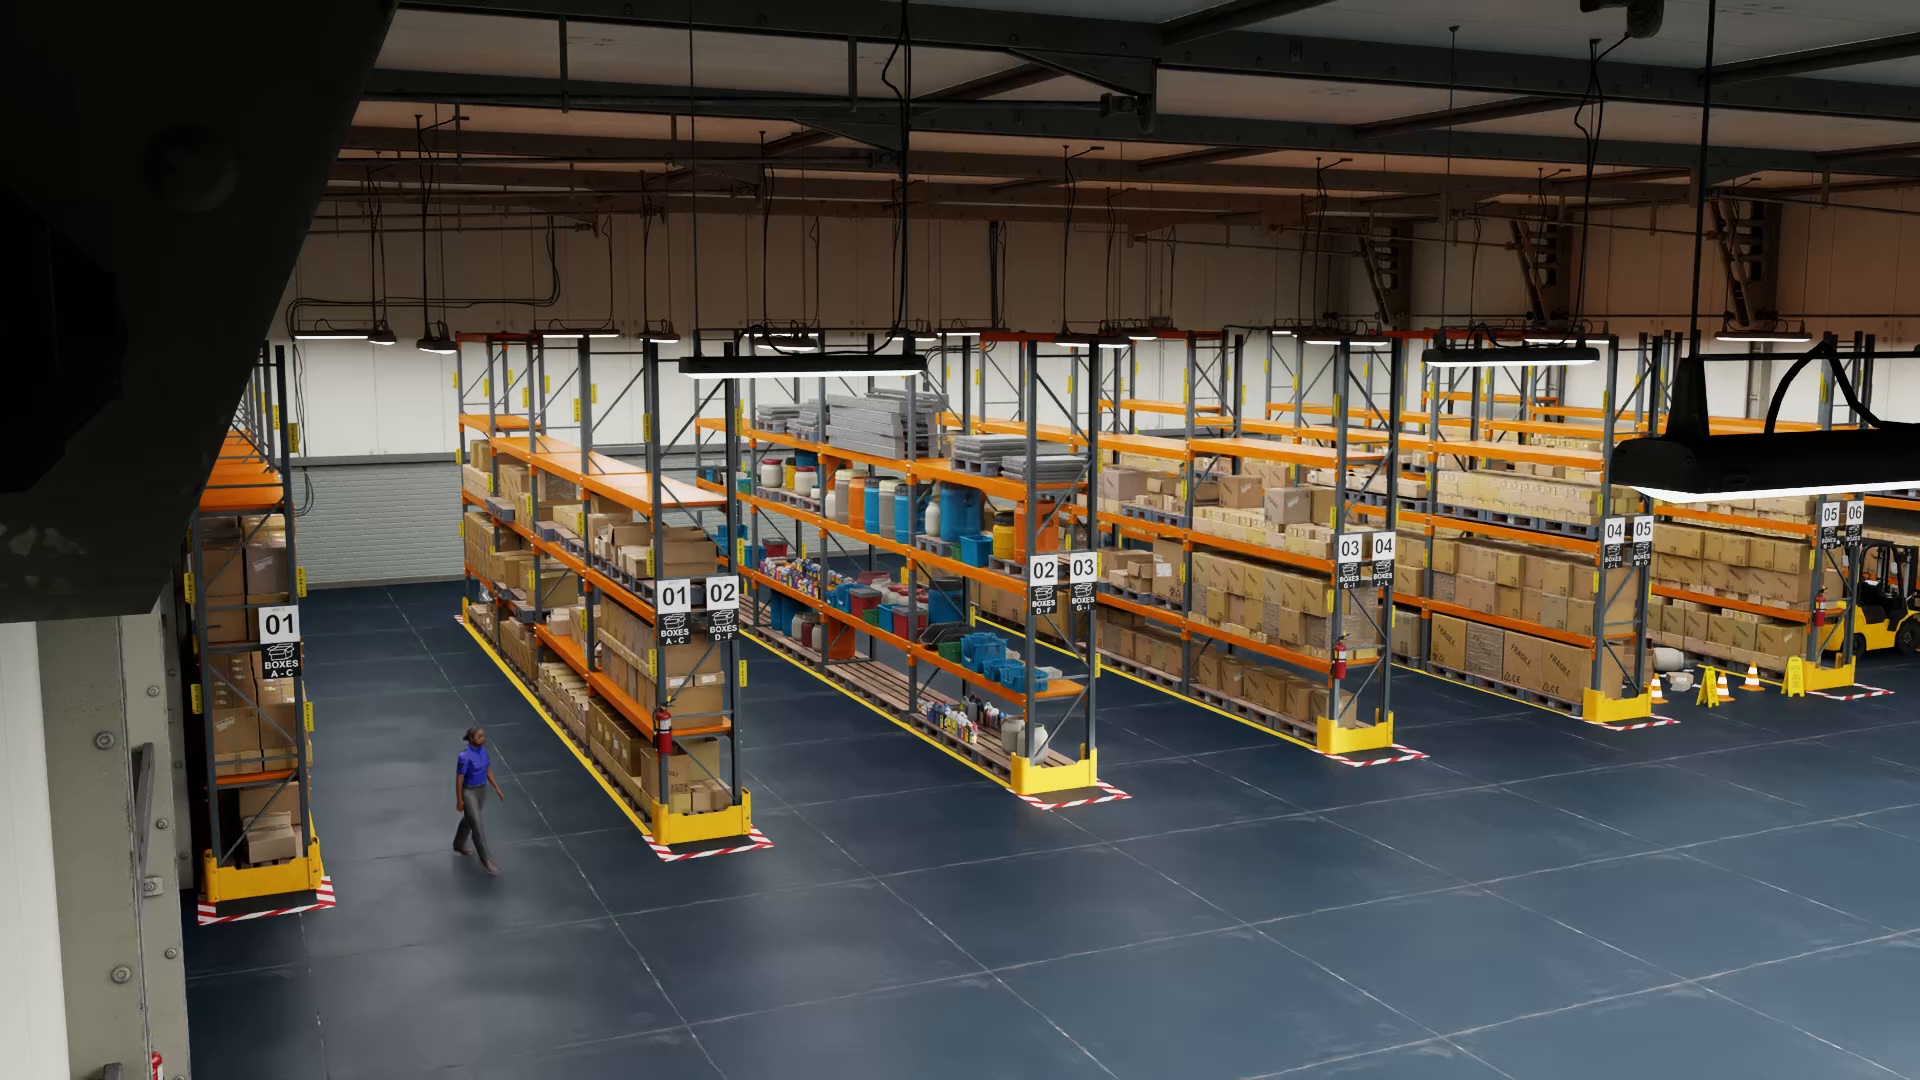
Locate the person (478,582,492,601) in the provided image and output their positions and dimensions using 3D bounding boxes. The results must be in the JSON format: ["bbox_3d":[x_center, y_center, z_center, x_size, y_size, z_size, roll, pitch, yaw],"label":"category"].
[{"bbox_3d":[-10.473,0.574,36.820,0.418,1.606,0.430,-4,9,-30],"label":"person"}]

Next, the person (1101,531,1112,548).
[{"bbox_3d":[3.813,-0.375,43.379,0.989,1.734,0.545,-5,9,-30],"label":"person"}]

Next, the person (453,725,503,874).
[{"bbox_3d":[-5.593,2.947,19.220,0.930,1.644,0.528,5,9,32],"label":"person"}]
